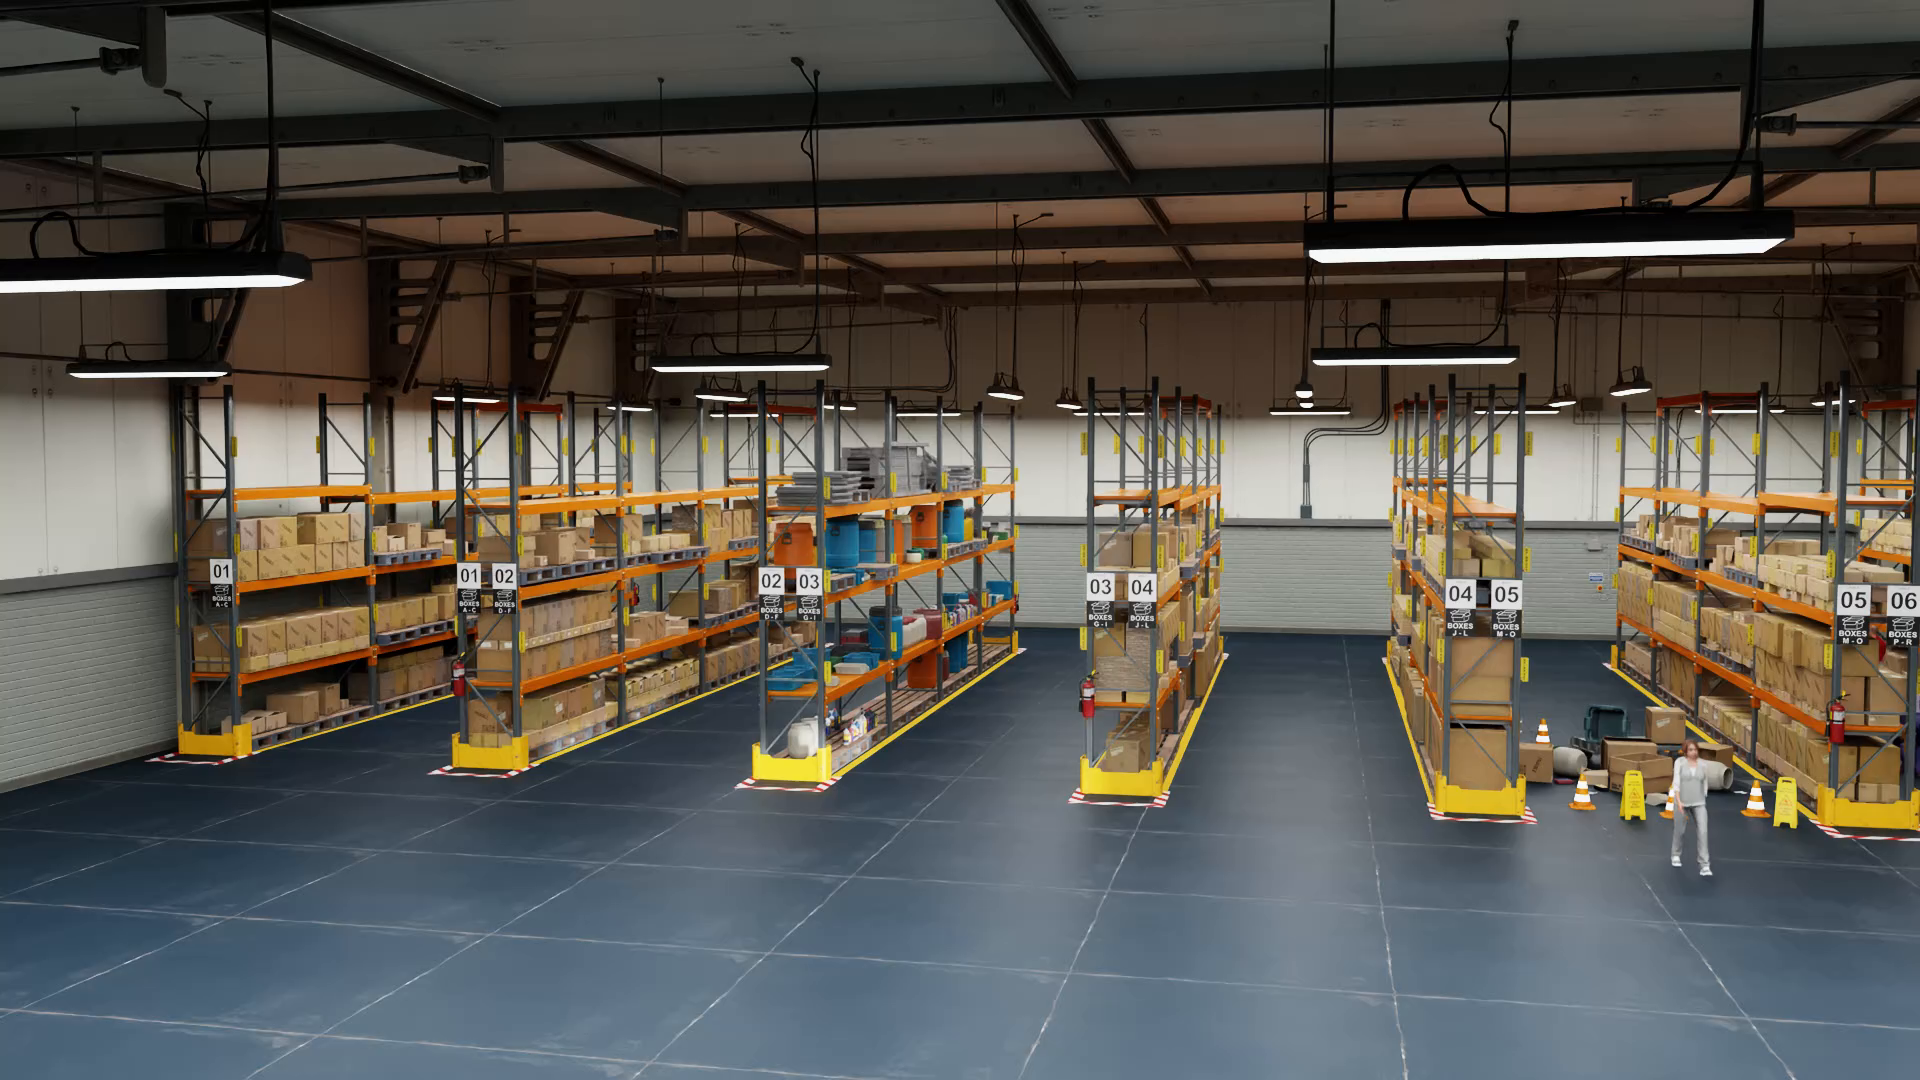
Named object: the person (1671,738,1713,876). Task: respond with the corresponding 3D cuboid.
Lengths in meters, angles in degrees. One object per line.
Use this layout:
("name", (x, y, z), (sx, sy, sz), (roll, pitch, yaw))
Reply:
("person", (8.589, 3.113, 19.533), (0.423, 1.569, 0.780), (1, 3, 17))

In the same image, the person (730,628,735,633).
("person", (-5.746, 1.818, 41.158), (0.569, 1.749, 0.526), (1, 3, 13))

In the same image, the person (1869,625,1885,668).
("person", (16.804, 2.458, 30.547), (0.549, 1.774, 0.542), (0, 3, -5))

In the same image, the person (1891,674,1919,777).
("person", (14.556, 2.815, 25.456), (0.546, 1.540, 0.709), (1, 3, 15))
